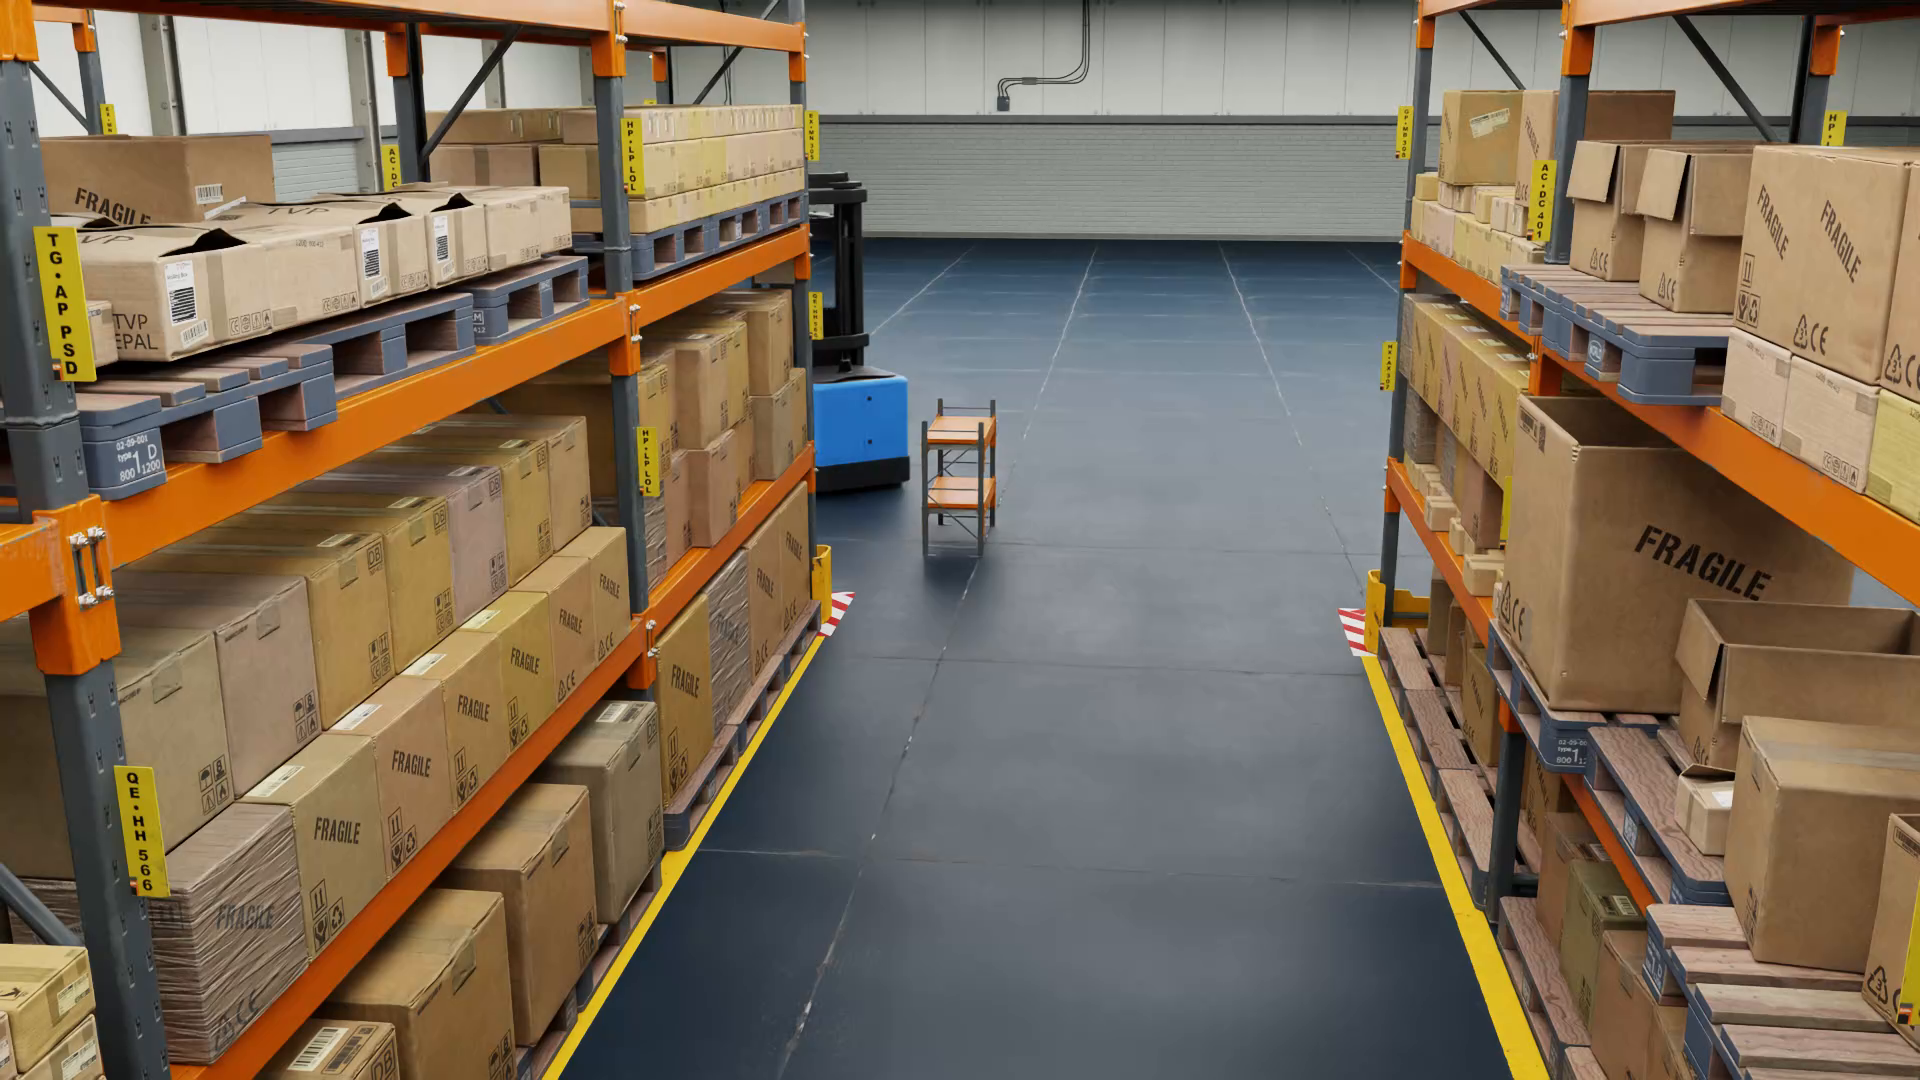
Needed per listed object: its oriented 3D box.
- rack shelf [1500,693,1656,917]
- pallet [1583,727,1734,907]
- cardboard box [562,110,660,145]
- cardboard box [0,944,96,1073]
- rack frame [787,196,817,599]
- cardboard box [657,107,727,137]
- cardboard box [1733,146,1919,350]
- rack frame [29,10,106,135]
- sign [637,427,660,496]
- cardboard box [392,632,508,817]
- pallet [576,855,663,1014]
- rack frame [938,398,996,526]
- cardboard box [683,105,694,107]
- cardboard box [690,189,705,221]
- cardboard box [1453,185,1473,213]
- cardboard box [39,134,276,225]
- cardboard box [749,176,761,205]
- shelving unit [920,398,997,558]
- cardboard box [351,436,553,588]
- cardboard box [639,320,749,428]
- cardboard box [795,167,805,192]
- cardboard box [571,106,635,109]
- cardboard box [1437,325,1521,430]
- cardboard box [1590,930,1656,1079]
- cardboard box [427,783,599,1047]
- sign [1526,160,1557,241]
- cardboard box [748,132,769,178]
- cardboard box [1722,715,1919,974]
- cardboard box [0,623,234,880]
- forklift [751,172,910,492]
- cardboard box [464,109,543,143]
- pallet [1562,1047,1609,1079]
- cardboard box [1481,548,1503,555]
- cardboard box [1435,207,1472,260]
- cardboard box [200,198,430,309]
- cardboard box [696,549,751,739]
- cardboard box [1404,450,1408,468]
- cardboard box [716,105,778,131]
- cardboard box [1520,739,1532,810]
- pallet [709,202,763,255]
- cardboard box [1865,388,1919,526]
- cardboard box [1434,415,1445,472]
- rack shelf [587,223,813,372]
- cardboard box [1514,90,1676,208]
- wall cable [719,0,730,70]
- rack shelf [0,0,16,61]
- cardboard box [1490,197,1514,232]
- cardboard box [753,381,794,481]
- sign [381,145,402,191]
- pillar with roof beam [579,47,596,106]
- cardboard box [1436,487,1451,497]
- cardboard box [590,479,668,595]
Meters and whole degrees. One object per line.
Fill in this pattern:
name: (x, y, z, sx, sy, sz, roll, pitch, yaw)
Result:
rack shelf: (2.707, 1.184, 5.414, 1.077, 0.370, 4.000, 2, 15, 6)
pallet: (2.664, 0.934, 5.330, 1.003, 0.211, 1.213, 2, 15, 6)
cardboard box: (-1.606, -1.901, 7.657, 0.380, 0.149, 0.250, 2, 15, 7)
cardboard box: (-2.036, 0.955, 3.419, 0.380, 0.149, 0.250, 1, 15, 4)
rack frame: (-1.533, -0.891, 11.712, 1.000, 3.000, 0.127, 2, 15, 6)
cardboard box: (-1.463, -2.231, 8.878, 0.380, 0.149, 0.250, 2, 15, 6)
cardboard box: (2.404, -0.774, 4.383, 0.500, 0.500, 0.500, 2, 15, 7)
rack frame: (-6.463, -3.907, 11.371, 1.000, 3.000, 0.127, 2, 15, 6)
sign: (-1.444, -0.361, 7.685, 0.100, 0.325, 0.005, 2, 15, 6)
cardboard box: (-1.947, 0.635, 5.876, 0.500, 0.500, 0.500, 2, 15, 6)
pallet: (-1.997, 1.694, 7.491, 1.003, 0.211, 1.213, 2, 15, 6)
rack frame: (0.057, -0.673, 14.496, 0.500, 1.125, 0.032, 2, 15, 6)
cardboard box: (-1.916, -2.712, 10.656, 0.380, 0.149, 0.250, 2, 15, 7)
cardboard box: (-1.520, -1.713, 8.489, 0.380, 0.149, 0.250, 1, 15, 5)
cardboard box: (2.942, -1.886, 9.168, 0.380, 0.149, 0.250, 1, 15, 4)
cardboard box: (-2.518, -1.023, 5.264, 0.500, 0.500, 0.500, 2, 15, 6)
cardboard box: (-1.378, -2.043, 9.711, 0.380, 0.149, 0.250, 2, 15, 7)
shelving unit: (-0.001, -0.541, 14.009, 0.538, 1.125, 1.048, 2, 15, 6)
cardboard box: (-2.091, -0.123, 6.762, 0.700, 0.500, 0.500, 1, 15, 5)
cardboard box: (-1.713, -0.962, 9.618, 0.875, 0.550, 0.500, 2, 15, 6)
cardboard box: (-1.234, -2.373, 10.930, 0.380, 0.149, 0.250, 2, 15, 6)
cardboard box: (-2.060, -2.381, 9.431, 0.380, 0.149, 0.250, 2, 15, 7)
cardboard box: (2.882, -0.870, 8.956, 0.500, 0.500, 0.500, 2, 15, 6)
cardboard box: (2.706, 1.739, 5.929, 0.700, 0.500, 0.500, 0, 15, 1)
cardboard box: (-2.078, 1.443, 6.584, 1.050, 0.750, 0.750, 2, 15, 6)
sign: (2.392, -1.393, 6.831, 0.100, 0.325, 0.005, 2, 15, 6)
cardboard box: (-1.426, -2.267, 9.773, 0.500, 0.250, 0.500, 2, 15, 6)
cardboard box: (2.466, 0.816, 4.403, 0.700, 0.500, 0.500, 4, 16, 15)
cardboard box: (-2.375, 0.536, 4.325, 0.700, 0.500, 0.500, 2, 15, 6)
forklift: (-1.657, -2.194, 16.661, 1.130, 2.935, 3.031, -9, 17, -29)
cardboard box: (-2.231, -1.986, 7.973, 0.380, 0.149, 0.250, 2, 15, 6)
pallet: (2.711, 2.184, 5.682, 1.003, 0.211, 1.213, 2, 15, 6)
cardboard box: (2.867, 0.118, 8.459, 0.380, 0.149, 0.250, 2, 15, 6)
cardboard box: (2.961, -1.715, 9.299, 0.500, 0.250, 0.500, 2, 15, 6)
cardboard box: (-2.021, -0.917, 5.235, 0.500, 0.311, 0.500, 1, 15, 5)
cardboard box: (-1.746, 0.574, 9.559, 0.875, 0.875, 0.875, 2, 15, 7)
cardboard box: (3.115, -0.531, 10.860, 0.380, 0.149, 0.250, 2, 15, 6)
cardboard box: (-1.320, -2.558, 10.088, 0.380, 0.149, 0.250, 2, 15, 7)
cardboard box: (3.074, 1.071, 8.439, 0.500, 0.500, 0.500, 7, 17, 24)
pallet: (-1.742, -1.787, 9.446, 1.003, 0.211, 1.213, 2, 15, 6)
cardboard box: (2.291, -0.150, 3.512, 0.500, 0.250, 0.500, 2, 15, 6)
cardboard box: (3.357, -0.636, 10.006, 0.875, 0.500, 0.500, 2, 15, 6)
rack shelf: (-1.759, -1.473, 9.496, 1.077, 0.370, 4.000, 2, 15, 6)
cardboard box: (2.730, -1.687, 7.189, 0.500, 0.500, 0.500, 1, 15, 5)
wall cable: (-4.650, -13.263, 42.247, 3.097, 2.526, 0.112, 2, 15, 6)
rack shelf: (-2.662, -0.654, 1.484, 1.077, 0.370, 4.000, 2, 15, 6)
cardboard box: (2.751, -1.549, 7.922, 0.380, 0.149, 0.250, 1, 15, 5)
cardboard box: (-1.570, -0.723, 10.802, 0.875, 0.550, 0.550, 2, 15, 6)
sign: (-2.536, -1.606, 7.465, 0.100, 0.325, 0.005, 2, 15, 6)
pillar with roof beam: (-4.707, -11.552, 39.645, 9.100, 9.000, 0.400, 2, 15, 6)
cardboard box: (2.980, -0.207, 9.661, 0.380, 0.149, 0.250, 2, 15, 6)
cardboard box: (-1.955, -0.022, 8.211, 0.875, 0.550, 0.550, 2, 15, 6)
